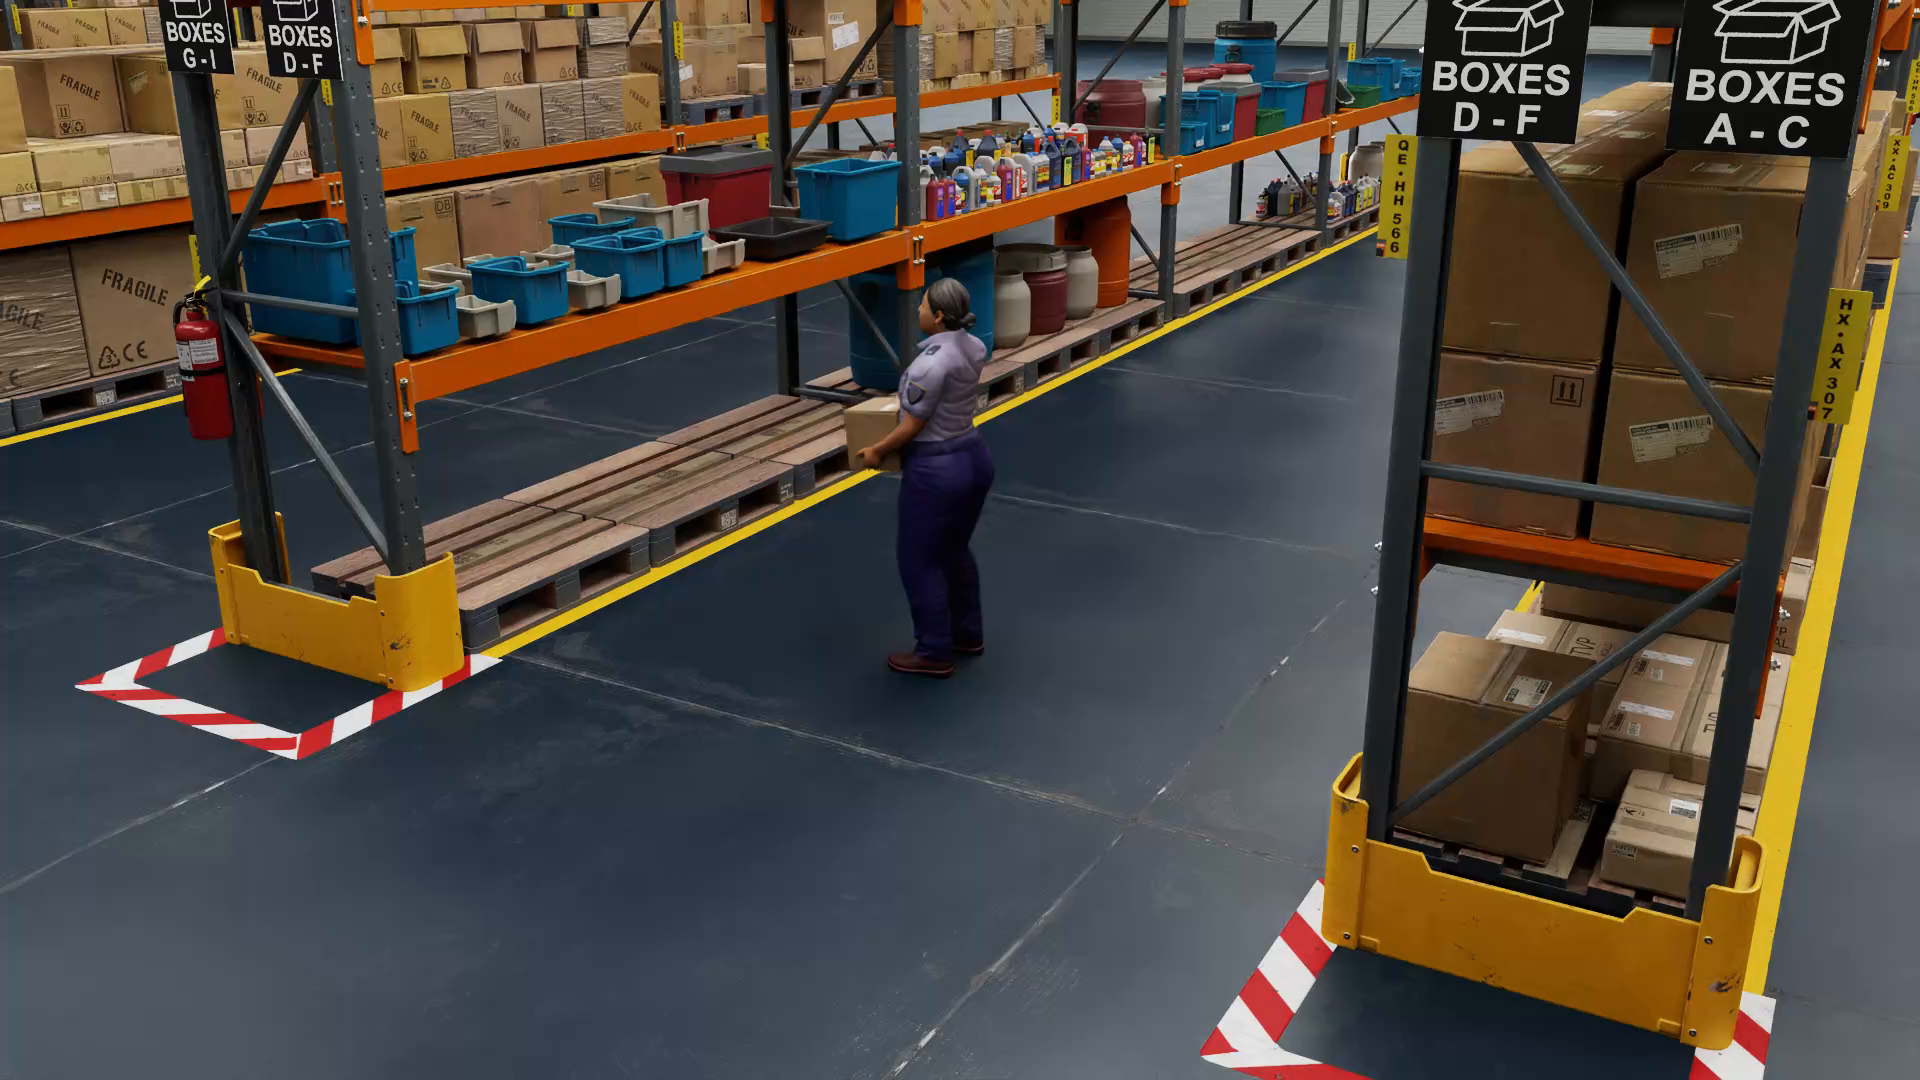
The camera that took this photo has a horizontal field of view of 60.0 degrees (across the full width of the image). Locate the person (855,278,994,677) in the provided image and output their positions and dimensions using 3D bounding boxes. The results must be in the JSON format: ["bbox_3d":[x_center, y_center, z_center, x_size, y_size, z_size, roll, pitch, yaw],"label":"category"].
[{"bbox_3d":[-0.143,-0.269,6.855,0.511,1.641,0.471,10,22,27],"label":"person"}]
